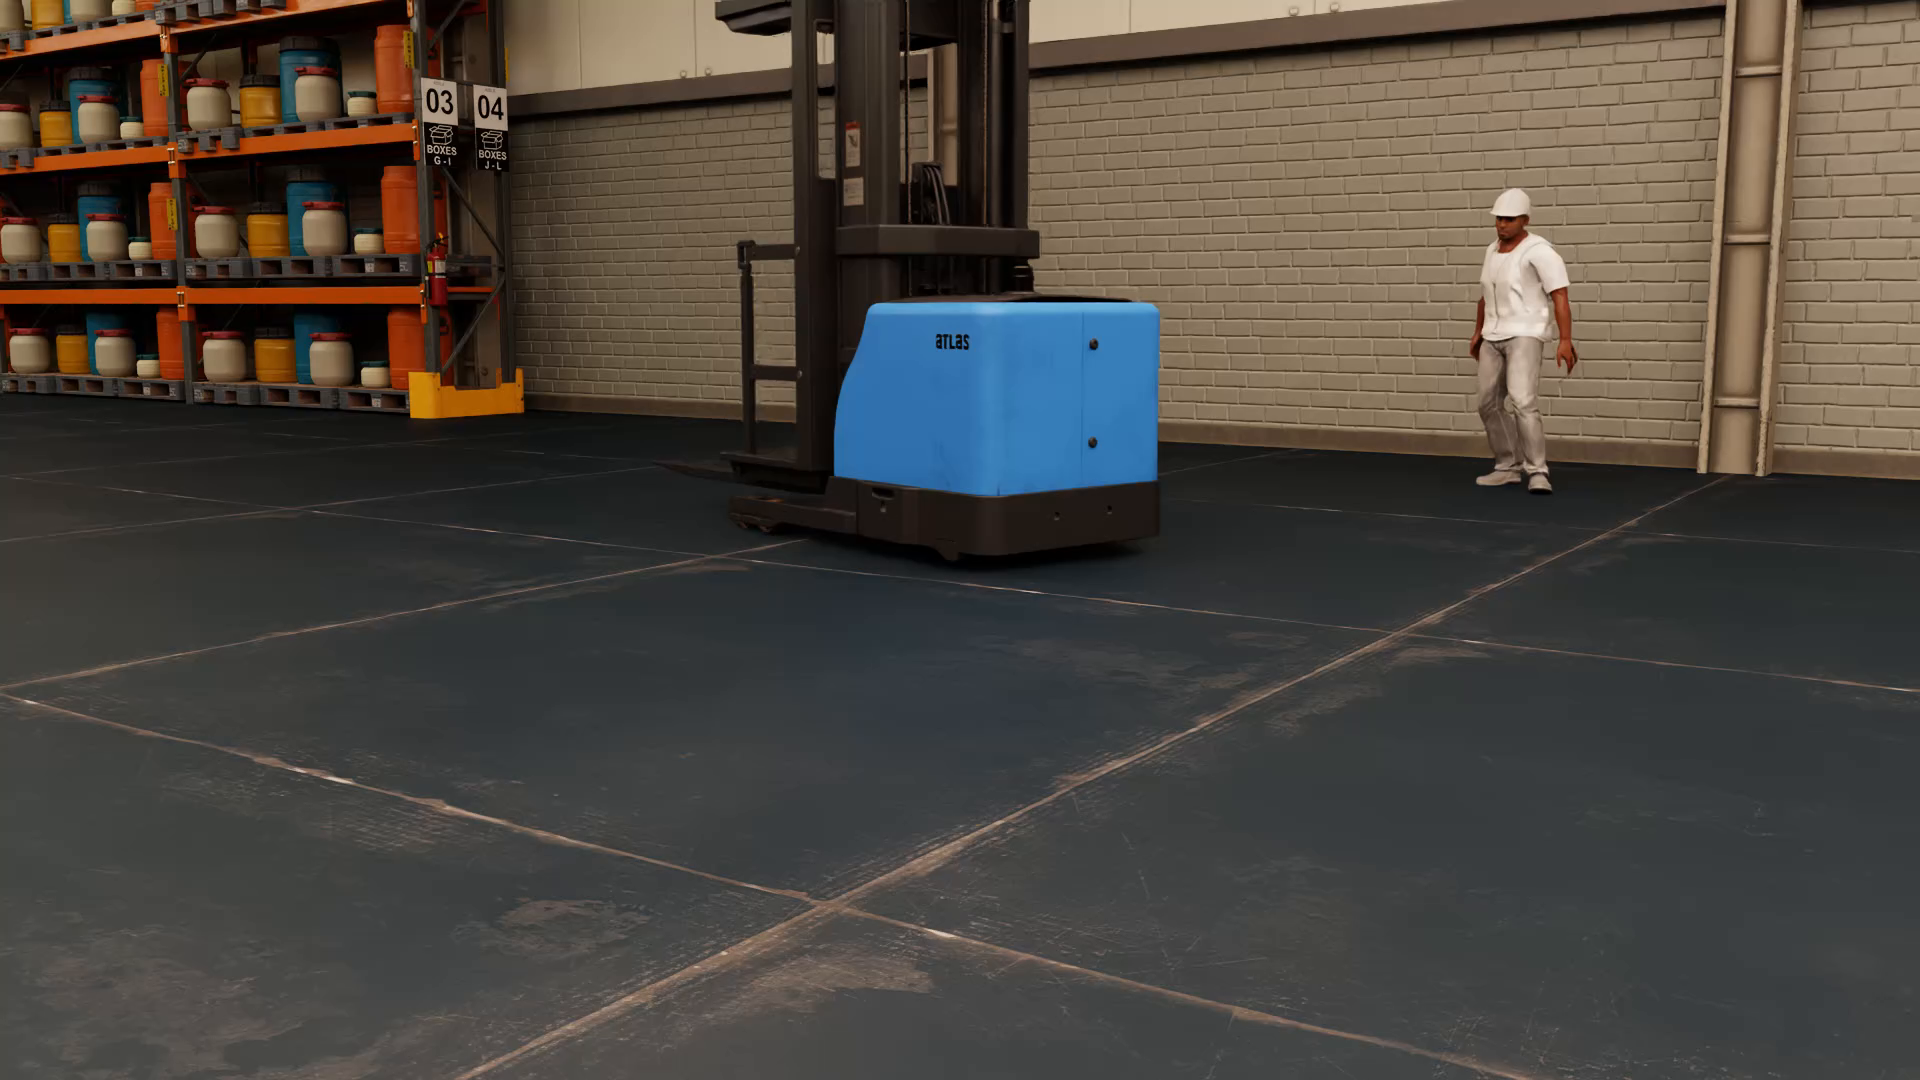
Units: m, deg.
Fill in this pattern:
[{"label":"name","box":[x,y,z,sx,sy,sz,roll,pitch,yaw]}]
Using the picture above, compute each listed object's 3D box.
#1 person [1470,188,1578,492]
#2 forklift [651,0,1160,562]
[{"label":"person","box":[3.221,-1.166,9.707,0.467,1.726,0.886,-4,9,-23]},{"label":"forklift","box":[-0.453,-1.521,7.889,1.130,2.935,3.031,-7,10,-39]}]
